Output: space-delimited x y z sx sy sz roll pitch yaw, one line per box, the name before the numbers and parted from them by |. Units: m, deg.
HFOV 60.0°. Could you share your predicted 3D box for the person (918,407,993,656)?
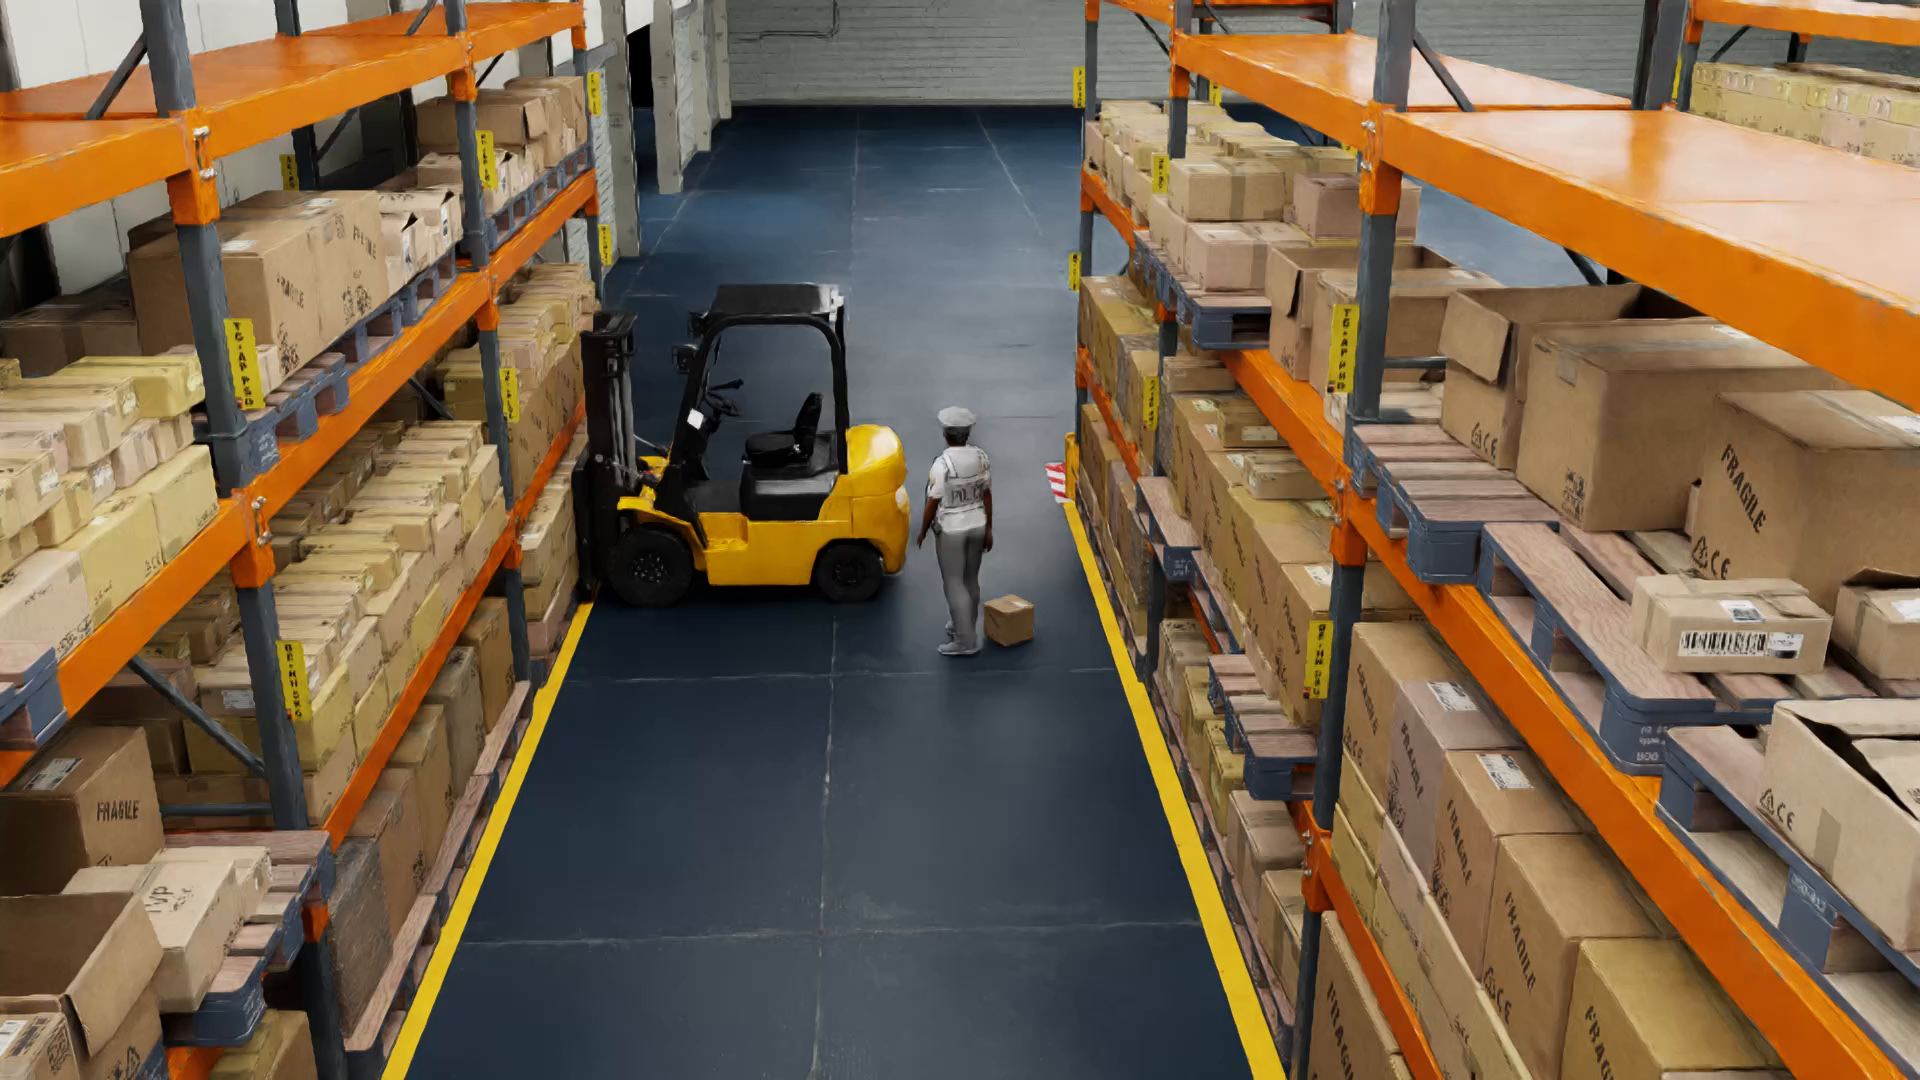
person | -0.029 -0.059 11.203 0.483 1.685 0.523 -16 26 -36
